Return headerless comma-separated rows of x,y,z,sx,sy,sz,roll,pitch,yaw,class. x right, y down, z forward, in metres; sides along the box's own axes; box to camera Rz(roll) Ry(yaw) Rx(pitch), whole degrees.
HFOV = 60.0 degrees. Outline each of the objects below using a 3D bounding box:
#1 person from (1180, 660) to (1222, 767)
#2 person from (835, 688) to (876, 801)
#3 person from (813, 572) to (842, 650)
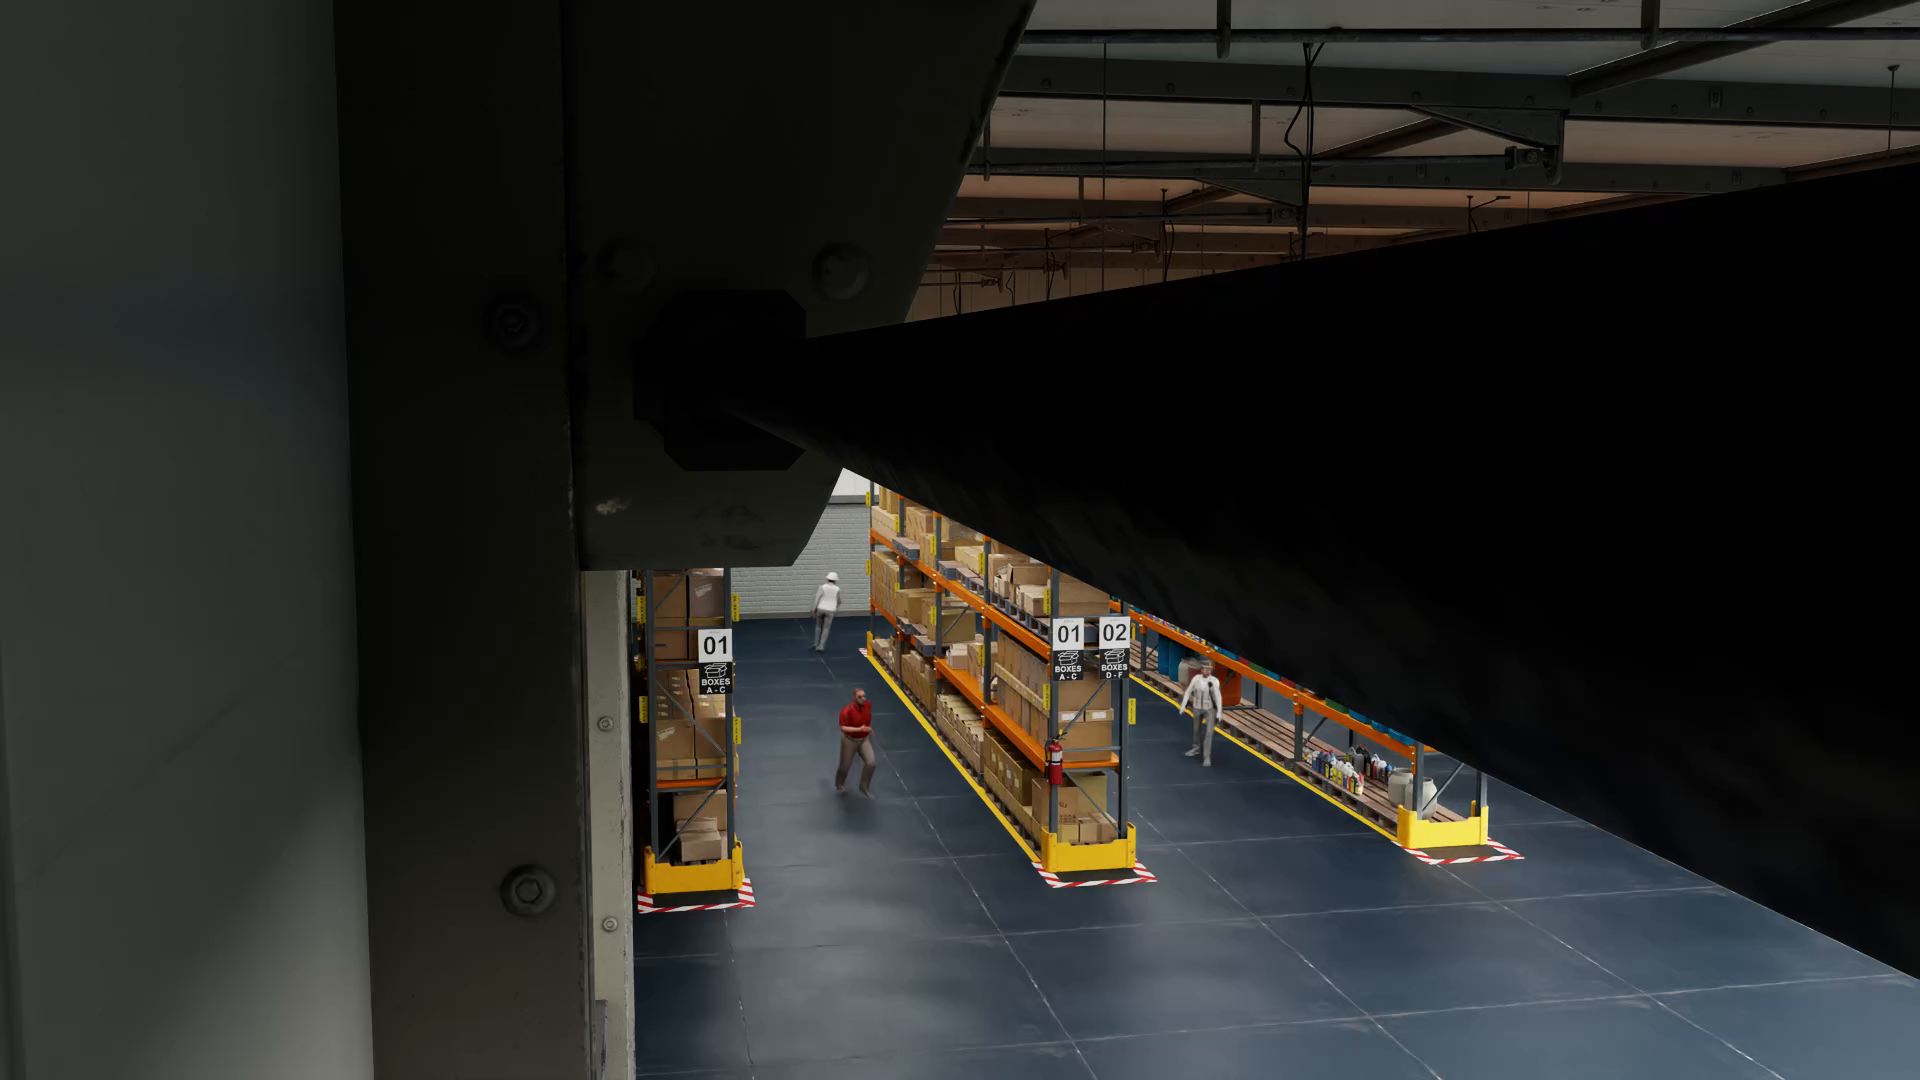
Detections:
3.879,2.736,26.681,0.648,1.660,0.745,3,6,23,person
-1.515,2.977,24.323,0.668,1.698,0.987,-4,7,-31,person
-2.984,1.576,37.188,0.675,1.725,0.801,0,6,2,person
